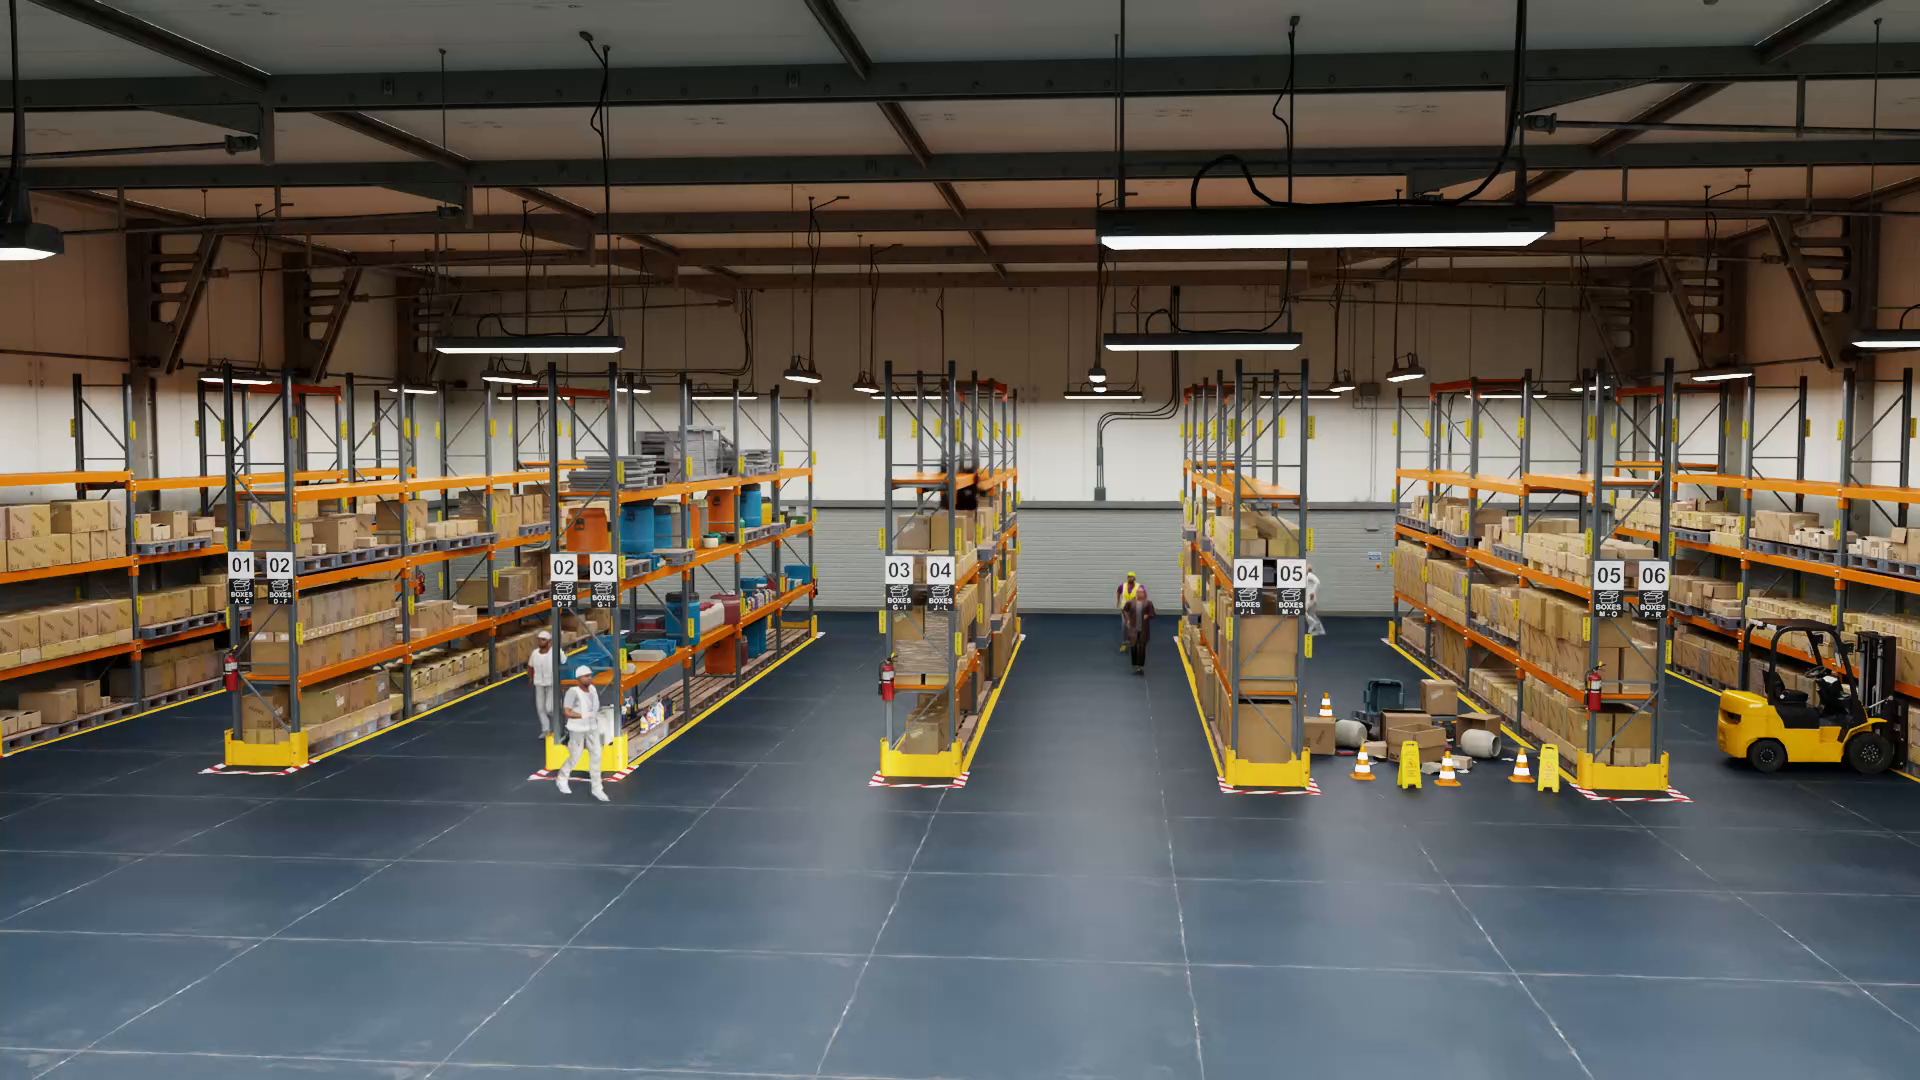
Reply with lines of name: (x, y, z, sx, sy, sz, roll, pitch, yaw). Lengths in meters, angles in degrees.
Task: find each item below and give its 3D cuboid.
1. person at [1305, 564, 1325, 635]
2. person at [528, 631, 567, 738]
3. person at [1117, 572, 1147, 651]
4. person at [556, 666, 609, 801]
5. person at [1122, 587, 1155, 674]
person: (8.492, 1.456, 40.584, 0.851, 1.738, 0.731, 1, 4, 13)
person: (-6.757, 2.355, 27.230, 0.693, 1.732, 0.553, 1, 4, 8)
person: (3.931, 1.620, 38.071, 0.679, 1.817, 0.804, 1, 4, 9)
person: (-5.152, 2.623, 22.652, 0.827, 1.842, 0.705, 2, 4, 33)
person: (3.677, 1.877, 34.241, 0.685, 1.803, 0.728, 0, 4, 7)
